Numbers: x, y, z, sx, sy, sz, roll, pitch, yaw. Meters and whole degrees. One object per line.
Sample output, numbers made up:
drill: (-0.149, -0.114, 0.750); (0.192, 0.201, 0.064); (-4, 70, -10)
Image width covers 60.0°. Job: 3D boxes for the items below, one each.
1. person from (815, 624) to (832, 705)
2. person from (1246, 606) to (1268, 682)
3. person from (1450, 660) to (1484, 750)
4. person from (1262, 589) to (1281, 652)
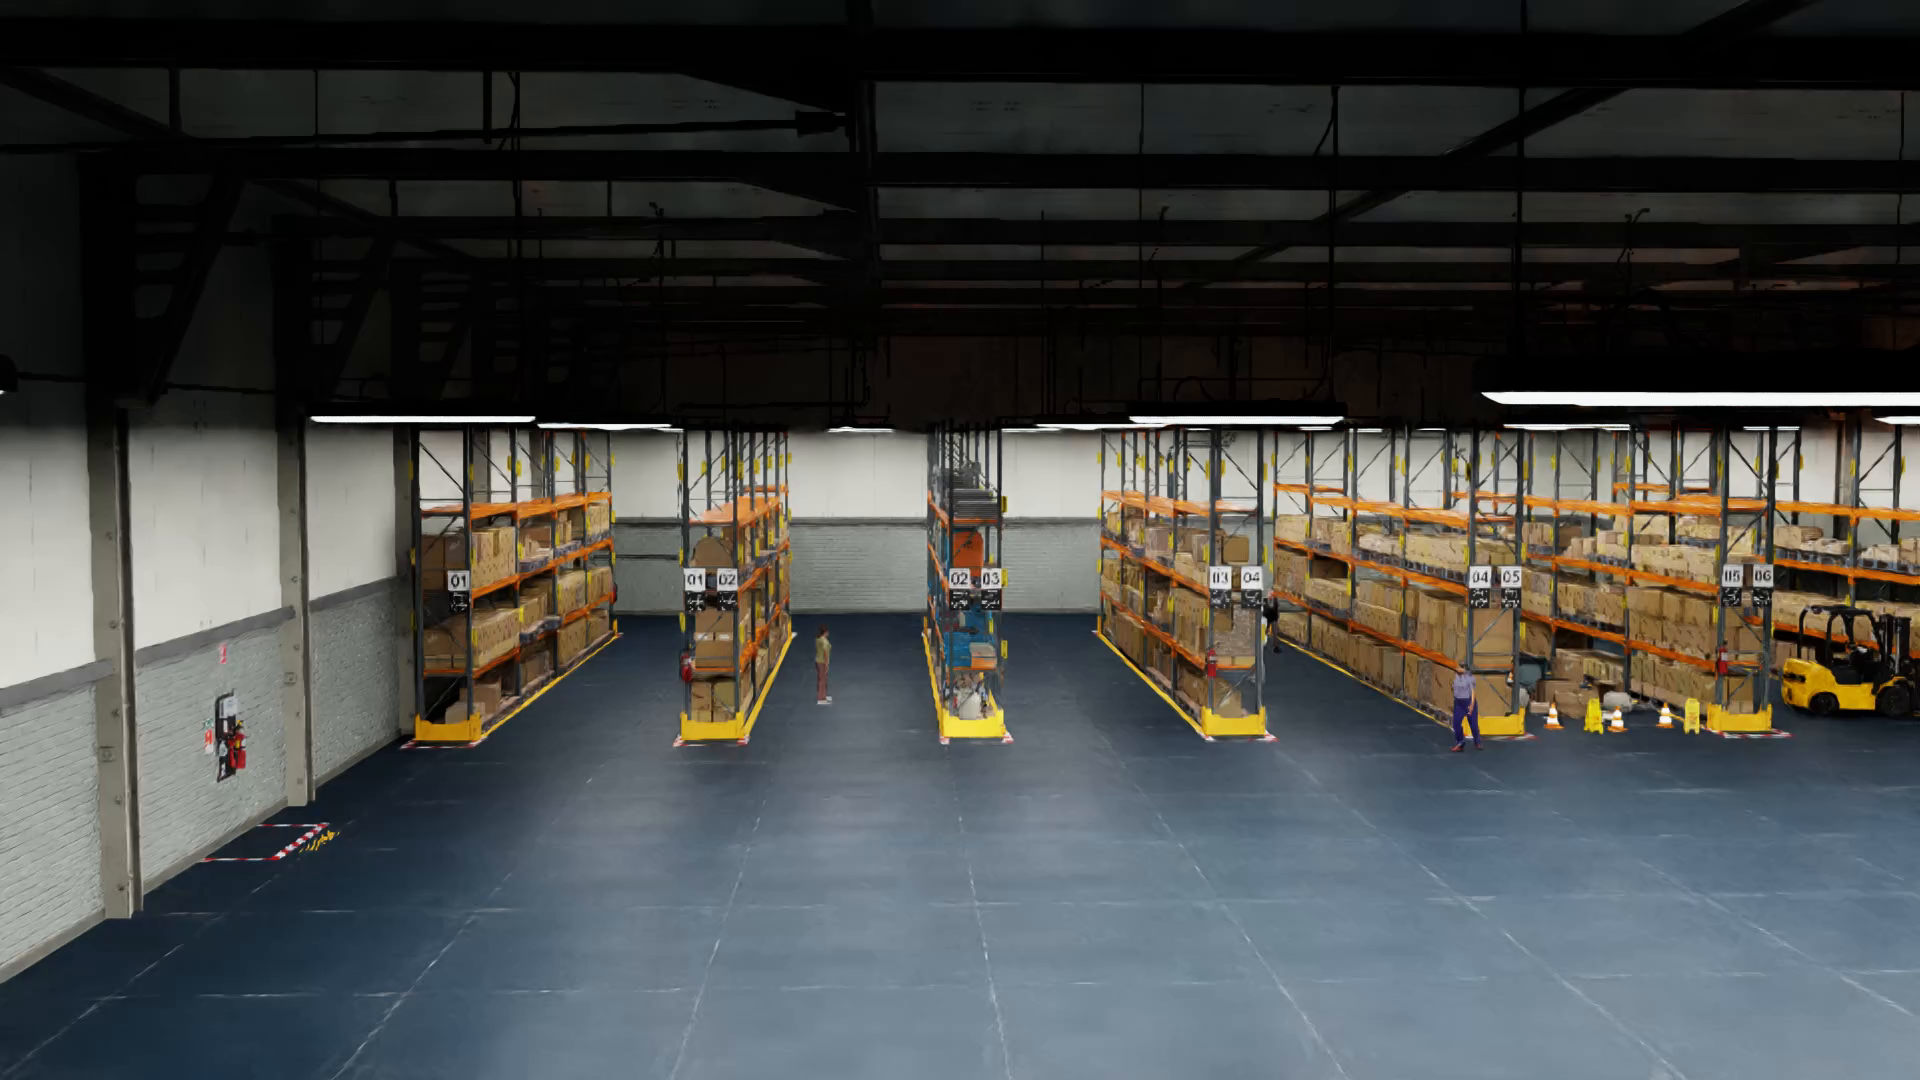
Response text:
person: (-2.856, 2.620, 35.162); (0.454, 1.674, 0.539); (-2, 4, -29)
person: (6.843, 2.369, 38.359); (0.503, 1.764, 0.624); (2, 4, 27)
person: (9.177, 2.983, 30.070); (0.601, 1.630, 0.537); (-3, 5, -36)
person: (8.121, 2.095, 43.657); (0.543, 1.648, 1.111); (0, 4, 0)
